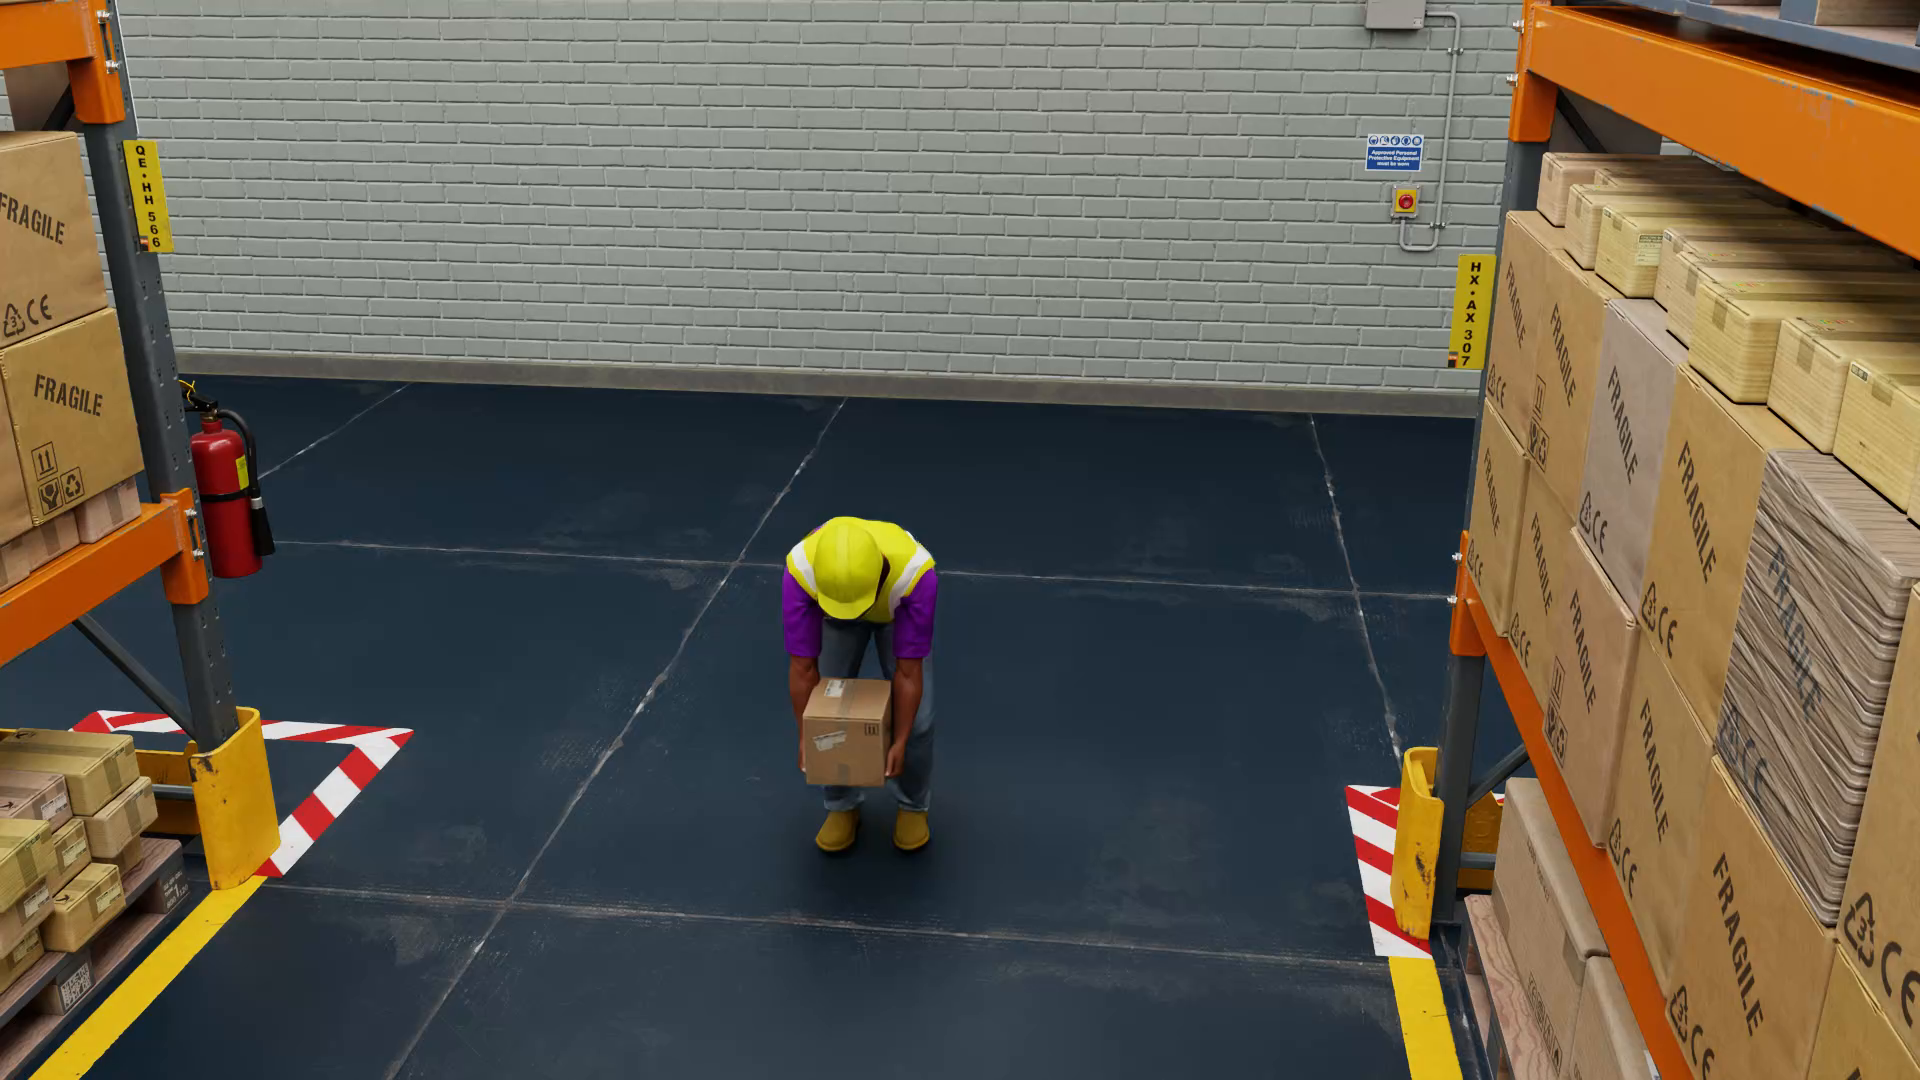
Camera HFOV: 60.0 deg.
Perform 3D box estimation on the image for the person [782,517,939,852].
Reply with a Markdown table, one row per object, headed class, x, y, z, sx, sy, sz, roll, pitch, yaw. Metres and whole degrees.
| class | x | y | z | sx | sy | sz | roll | pitch | yaw |
| --- | --- | --- | --- | --- | --- | --- | --- | --- | --- |
| person | -0.307 | 0.460 | 5.439 | 0.491 | 1.342 | 0.912 | 2 | 21 | 5 |
